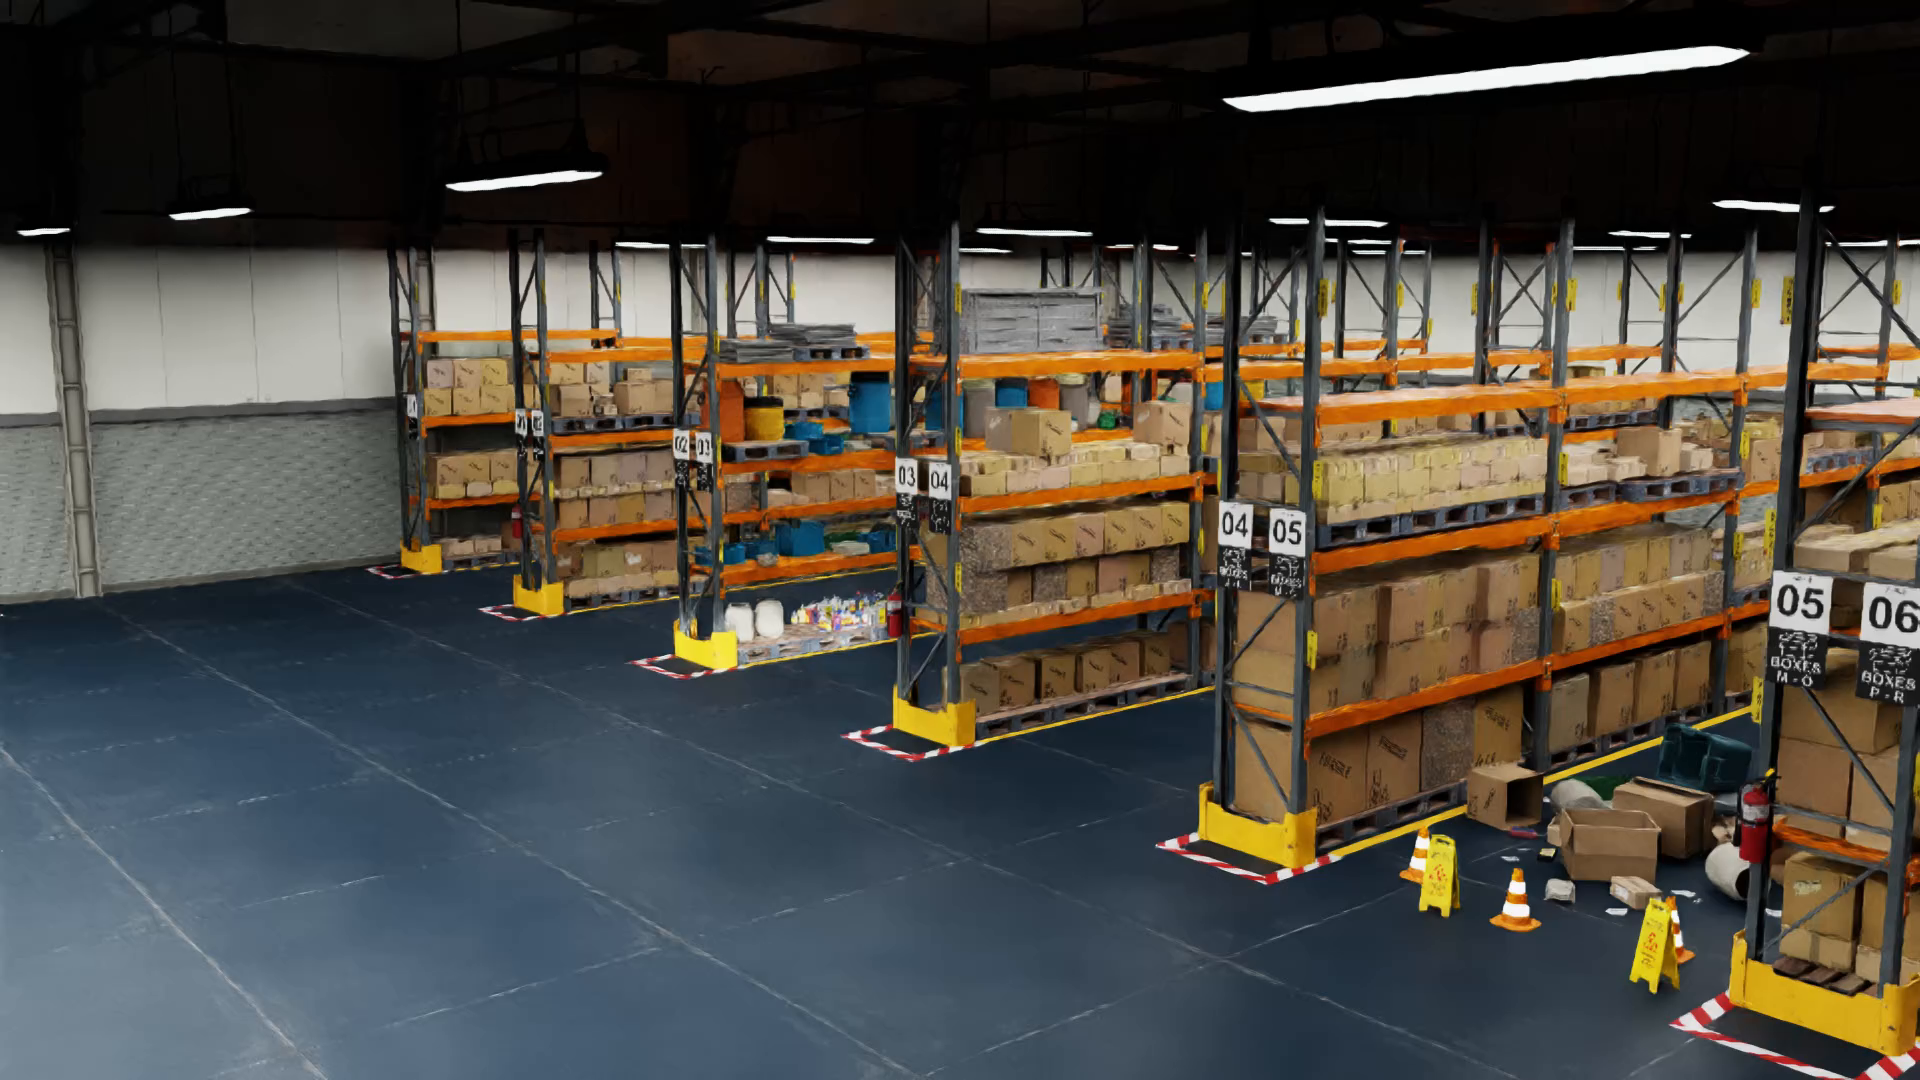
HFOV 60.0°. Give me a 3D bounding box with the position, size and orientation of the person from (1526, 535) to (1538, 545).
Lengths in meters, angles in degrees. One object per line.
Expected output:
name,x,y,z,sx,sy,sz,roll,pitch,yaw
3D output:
person,8.219,0.705,23.901,1.078,1.571,0.447,-8,12,-41
